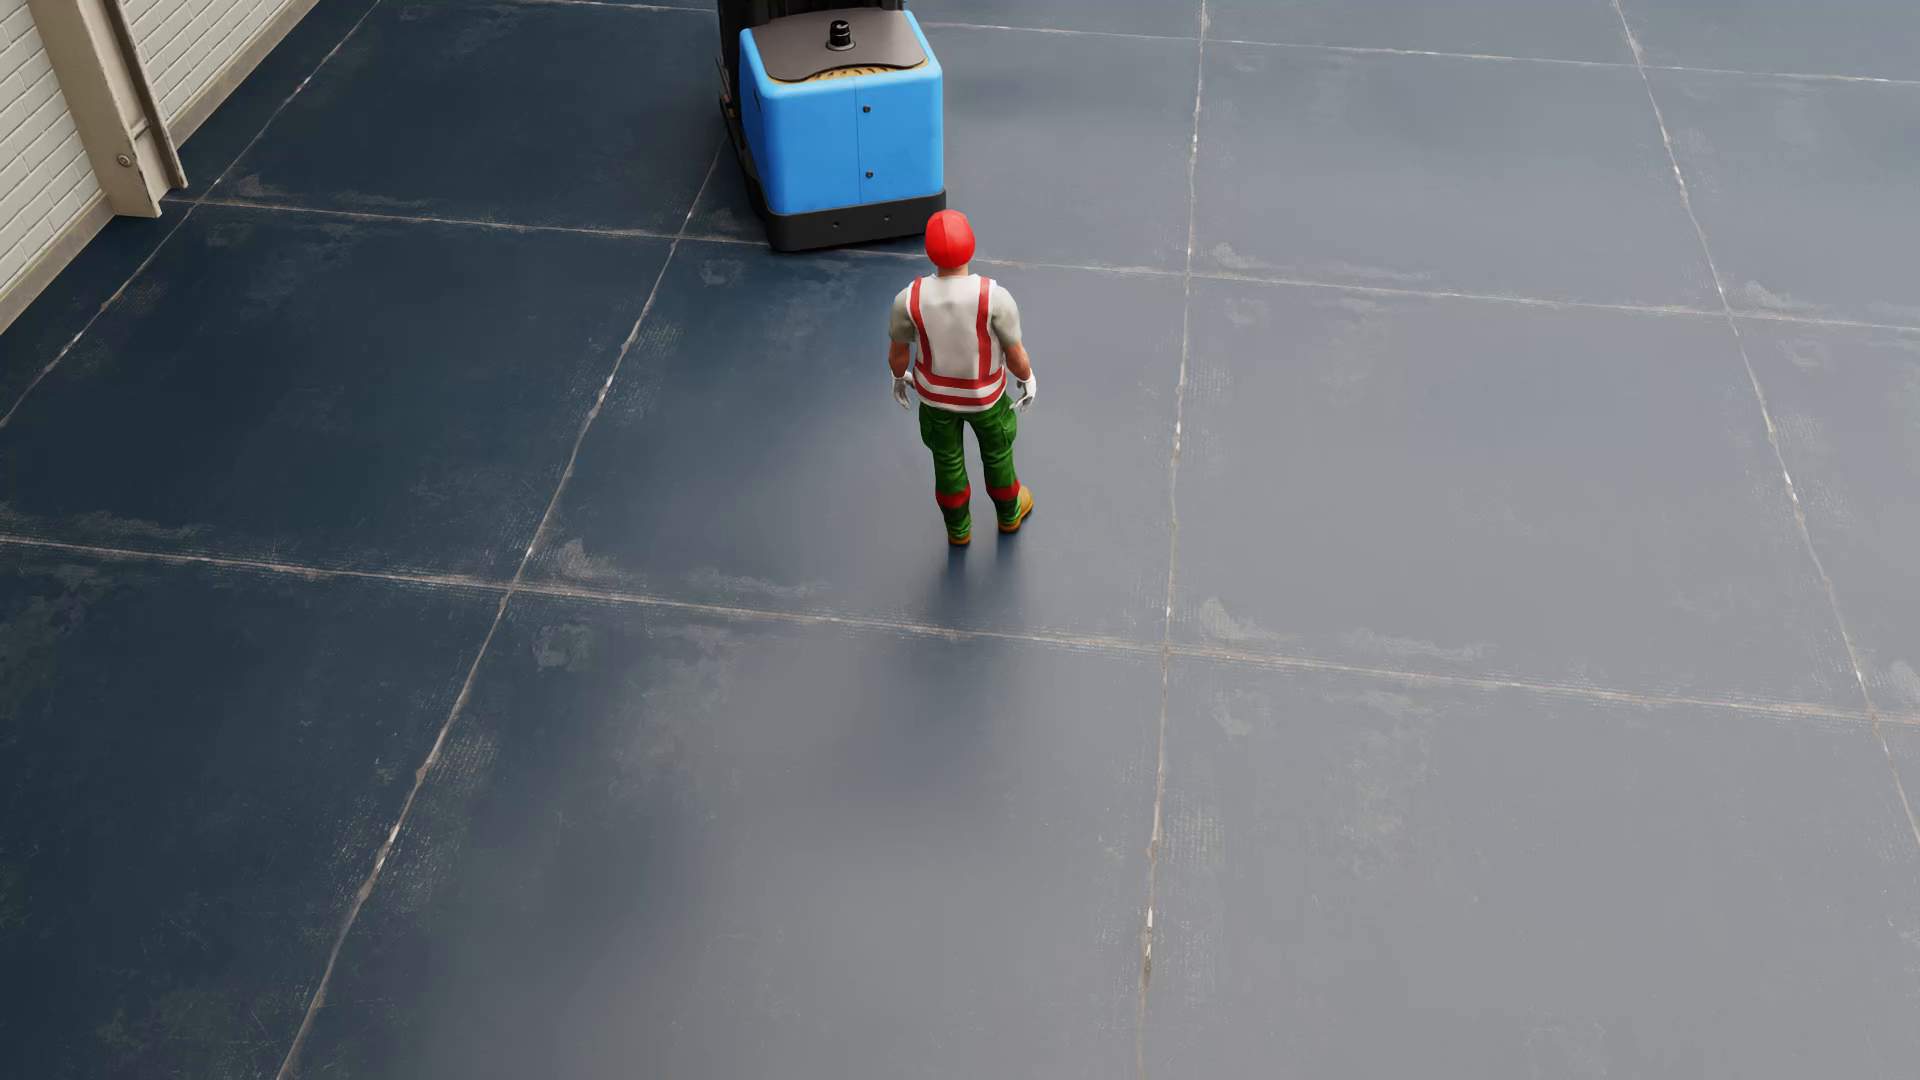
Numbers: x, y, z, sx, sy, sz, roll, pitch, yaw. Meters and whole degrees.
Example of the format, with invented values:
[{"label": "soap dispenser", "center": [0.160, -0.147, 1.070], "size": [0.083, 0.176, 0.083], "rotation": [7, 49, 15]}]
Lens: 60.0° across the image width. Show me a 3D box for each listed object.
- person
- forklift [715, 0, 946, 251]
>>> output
[{"label": "person", "center": [0.023, -0.717, 7.339], "size": [0.637, 1.790, 0.562], "rotation": [5, 43, 6]}, {"label": "forklift", "center": [-0.947, -3.756, 9.812], "size": [1.130, 2.935, 3.031], "rotation": [-10, 44, -11]}]
